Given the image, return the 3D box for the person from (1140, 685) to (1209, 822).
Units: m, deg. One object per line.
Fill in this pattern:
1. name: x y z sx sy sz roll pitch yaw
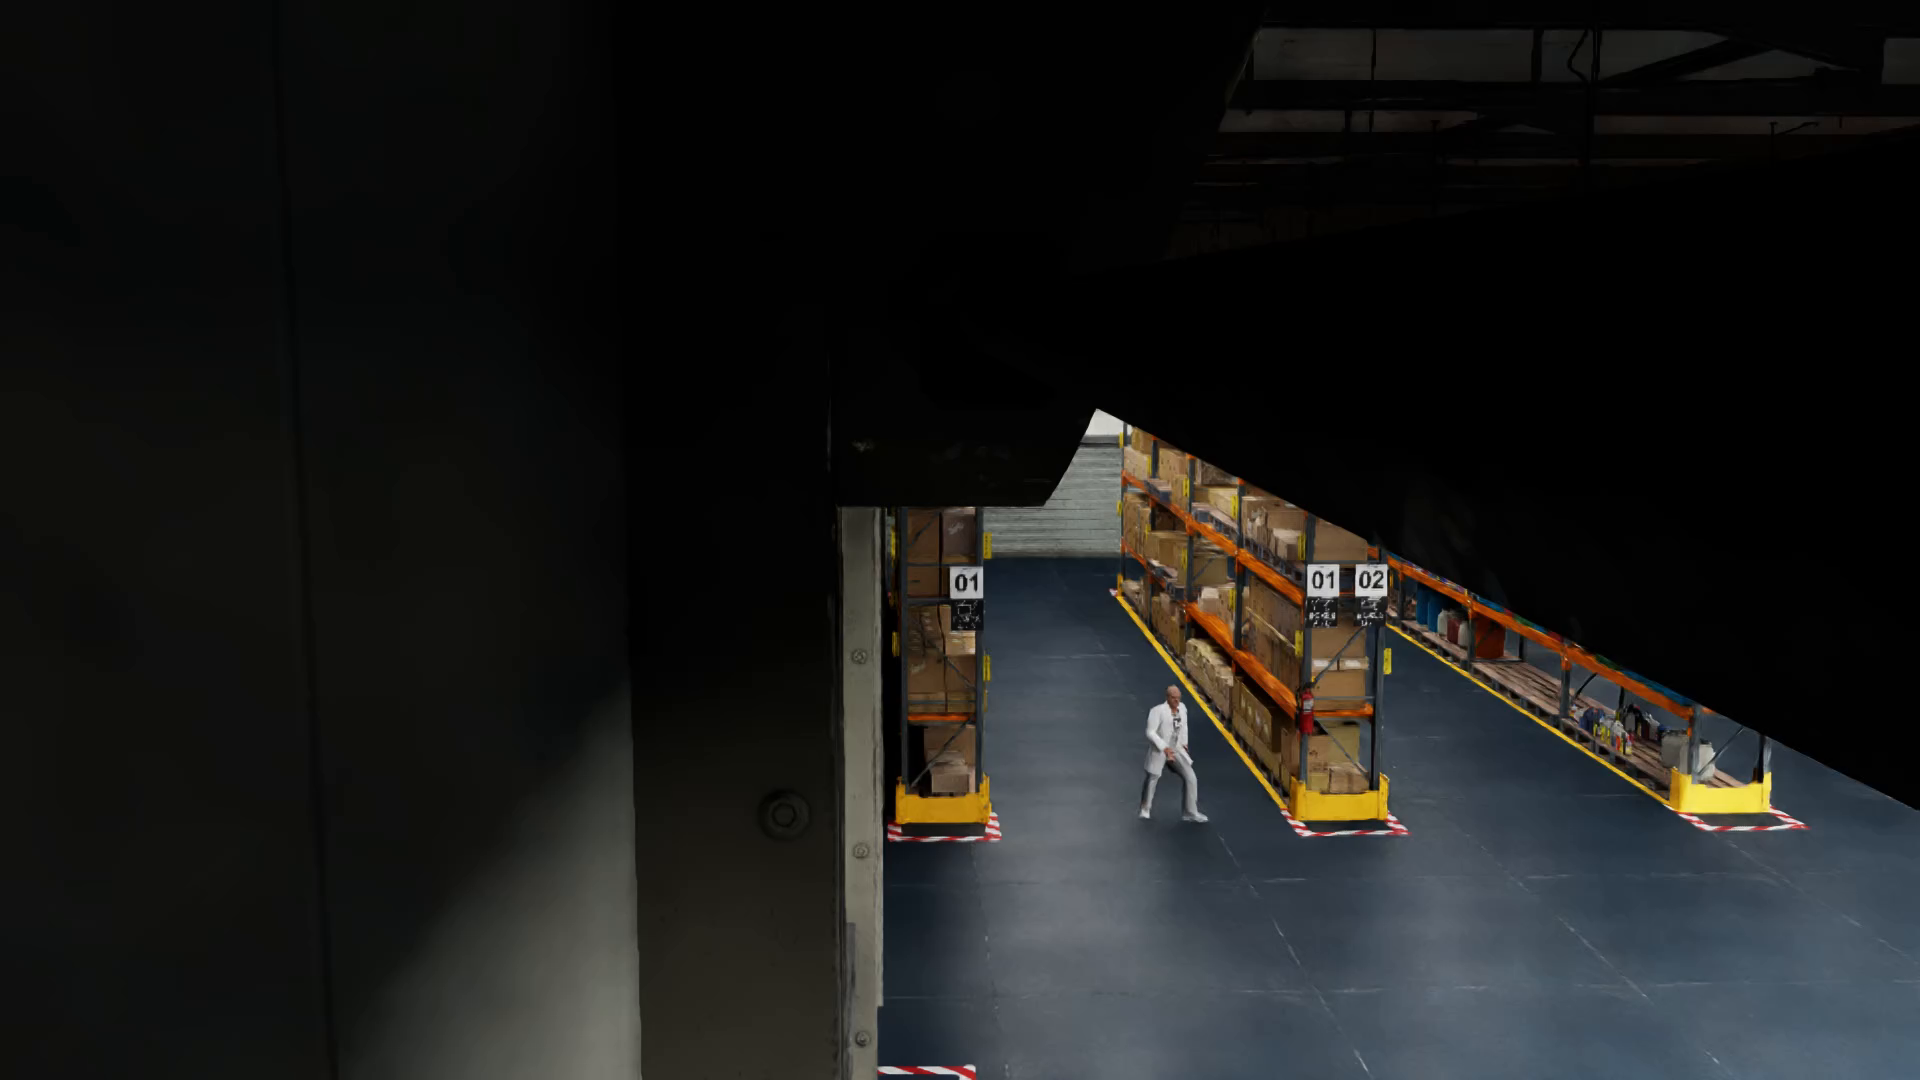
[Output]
1. person: 2.562 2.606 20.479 0.726 1.719 0.854 -3 9 -22
